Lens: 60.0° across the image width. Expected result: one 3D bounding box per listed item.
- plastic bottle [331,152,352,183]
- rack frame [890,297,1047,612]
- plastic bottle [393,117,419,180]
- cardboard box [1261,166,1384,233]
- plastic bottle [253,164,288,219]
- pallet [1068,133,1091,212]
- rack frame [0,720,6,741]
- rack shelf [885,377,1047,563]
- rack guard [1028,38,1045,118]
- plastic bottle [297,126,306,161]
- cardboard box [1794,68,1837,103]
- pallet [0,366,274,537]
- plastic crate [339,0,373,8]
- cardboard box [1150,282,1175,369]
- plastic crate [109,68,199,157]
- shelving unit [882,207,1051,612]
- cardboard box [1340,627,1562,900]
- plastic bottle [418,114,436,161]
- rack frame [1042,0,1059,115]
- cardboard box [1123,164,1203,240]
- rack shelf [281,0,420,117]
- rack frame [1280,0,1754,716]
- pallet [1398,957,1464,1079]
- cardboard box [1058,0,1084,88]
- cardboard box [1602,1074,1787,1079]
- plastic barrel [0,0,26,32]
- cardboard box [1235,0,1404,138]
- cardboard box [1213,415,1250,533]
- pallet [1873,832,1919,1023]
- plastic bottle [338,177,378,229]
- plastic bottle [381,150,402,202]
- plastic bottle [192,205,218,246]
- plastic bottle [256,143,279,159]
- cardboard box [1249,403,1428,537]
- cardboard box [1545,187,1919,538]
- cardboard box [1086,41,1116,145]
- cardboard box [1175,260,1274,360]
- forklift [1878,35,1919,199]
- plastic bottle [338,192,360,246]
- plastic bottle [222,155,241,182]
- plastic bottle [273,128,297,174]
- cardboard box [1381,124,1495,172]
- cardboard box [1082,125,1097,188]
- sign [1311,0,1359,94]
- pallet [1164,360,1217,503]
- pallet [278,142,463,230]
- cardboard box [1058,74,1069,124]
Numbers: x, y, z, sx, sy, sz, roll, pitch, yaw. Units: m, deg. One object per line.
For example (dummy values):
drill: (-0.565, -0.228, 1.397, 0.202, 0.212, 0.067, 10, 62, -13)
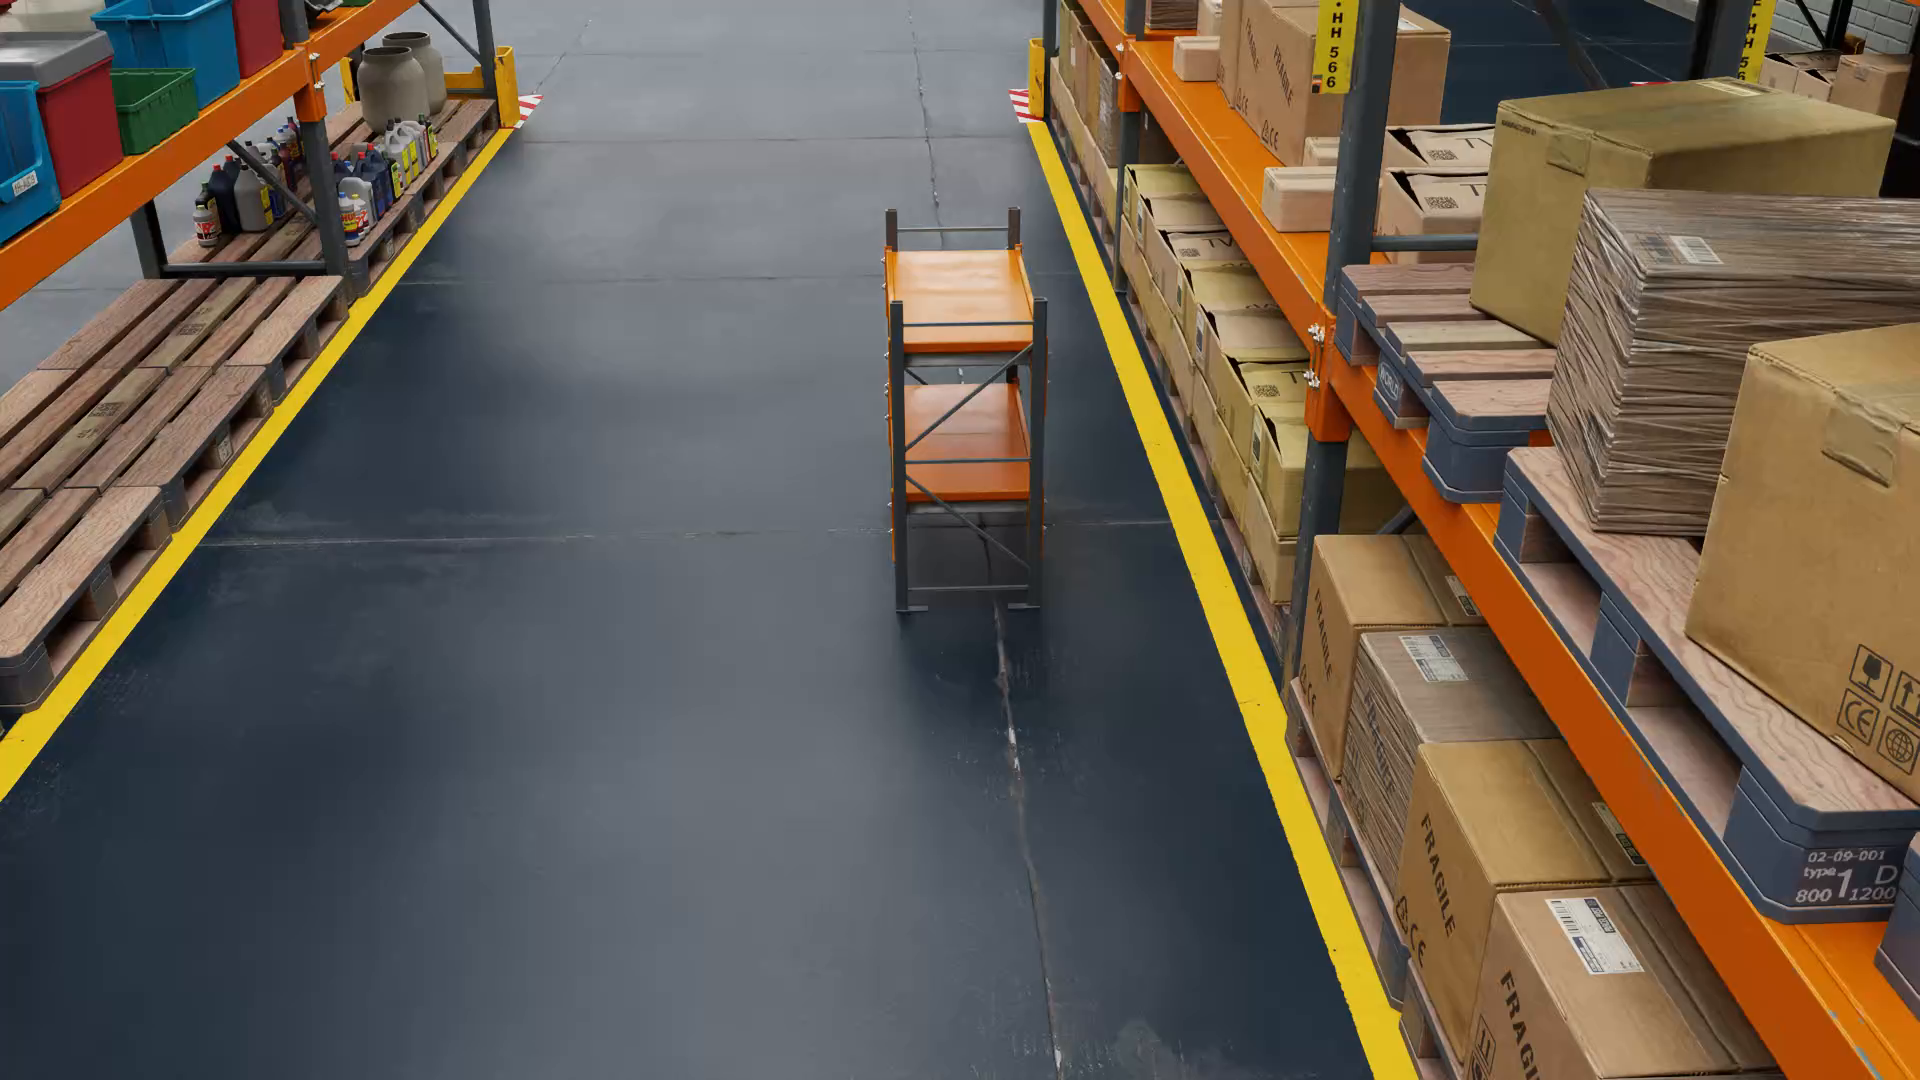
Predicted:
plastic bottle: (-3.407, -1.941, 9.117, 0.144, 0.351, 0.185, -1, 28, -3)
rack frame: (0.027, -0.261, 5.534, 0.500, 1.125, 0.032, -1, 28, -3)
plastic bottle: (-3.305, -2.314, 9.831, 0.144, 0.351, 0.185, 0, 28, -1)
cardboard box: (1.197, -1.109, 5.404, 0.380, 0.149, 0.250, -1, 28, -3)
plastic bottle: (-3.820, -1.923, 9.162, 0.152, 0.276, 0.135, -1, 28, -3)
pallet: (1.245, -2.356, 10.538, 1.003, 0.211, 1.213, -1, 28, -3)
rack frame: (-3.427, -0.694, 4.337, 1.000, 3.000, 0.127, -1, 28, -3)
rack shelf: (0.000, -0.279, 6.097, 0.538, 0.278, 1.000, -1, 28, -3)
rack guard: (1.101, -3.409, 12.246, 1.175, 0.500, 0.348, -1, 28, -3)
plastic bottle: (-4.056, -2.450, 10.254, 0.097, 0.201, 0.097, 0, 28, 0)
cardboard box: (6.025, -3.045, 11.277, 0.500, 0.311, 0.500, 1, 28, 2)
pallet: (-3.489, -0.378, 6.747, 1.003, 0.211, 1.213, -1, 28, -3)
plastic crate: (-3.425, -3.081, 9.142, 0.450, 0.188, 0.662, -1, 28, -3)
cardboard box: (1.140, -0.959, 7.363, 0.500, 0.250, 0.500, -2, 28, -4)
plastic crate: (-3.263, -1.650, 6.398, 0.450, 0.188, 0.662, -1, 28, -3)
shelving unit: (0.000, -0.496, 5.984, 0.538, 1.125, 1.048, -1, 28, -3)
cardboard box: (1.291, 0.560, 4.159, 0.500, 0.500, 0.500, -2, 28, -5)
plastic bottle: (-3.286, -2.488, 10.238, 0.061, 0.283, 0.133, -1, 28, -1)
rack frame: (1.102, -4.506, 11.646, 1.000, 3.000, 0.127, -1, 28, -3)
cardboard box: (1.084, -1.678, 8.136, 0.500, 0.311, 0.500, -1, 28, -2)
rack shelf: (-3.740, -3.146, 9.816, 1.077, 0.370, 4.000, -1, 28, -3)
rack frame: (1.520, -0.812, 4.563, 1.000, 3.000, 0.127, -1, 28, -3)
pallet: (1.582, 1.332, 3.467, 1.003, 0.211, 1.213, -1, 28, -3)
cardboard box: (0.936, -3.322, 11.084, 0.500, 0.500, 0.500, -1, 28, -3)
cardboard box: (1.374, 1.268, 2.803, 0.500, 0.500, 0.500, -1, 28, -2)
plastic barrel: (-3.766, -1.815, 6.340, 0.433, 0.535, 0.433, 0, 28, 0)
cardboard box: (1.389, -1.874, 6.491, 0.500, 0.500, 0.500, -1, 28, -3)
cardboard box: (1.219, -0.254, 6.012, 0.500, 0.250, 0.500, -2, 28, -3)
pallet: (1.796, 0.749, 1.778, 1.003, 0.211, 1.213, -1, 28, -3)
plastic bottle: (-3.259, -1.835, 8.994, 0.152, 0.276, 0.135, 0, 28, -1)
plastic bottle: (-3.240, -2.079, 9.454, 0.061, 0.283, 0.133, 0, 28, 0)
plastic bottle: (-3.966, -1.655, 8.731, 0.097, 0.201, 0.097, 0, 28, 0)
plastic bottle: (-3.988, -2.132, 9.563, 0.152, 0.276, 0.135, -1, 28, -2)
cardboard box: (1.247, -0.263, 5.424, 0.500, 0.311, 0.500, -1, 28, -1)
cardboard box: (1.523, -0.327, 3.071, 0.700, 0.500, 0.500, 4, 28, 7)
cardboard box: (1.024, -2.629, 9.756, 0.500, 0.500, 0.500, -1, 28, -3)
cardboard box: (1.166, -0.968, 6.775, 0.500, 0.311, 0.500, -1, 28, -1)
forklift: (3.946, -1.264, 5.504, 1.130, 2.935, 3.031, -5, 28, -9)
plastic bottle: (-3.214, -1.684, 8.710, 0.097, 0.271, 0.097, 0, 28, 0)
plastic bottle: (-3.967, -1.941, 9.116, 0.144, 0.351, 0.185, -3, 28, -5)
plastic bottle: (-4.038, -2.324, 9.938, 0.097, 0.271, 0.097, 0, 28, 0)
cardboard box: (1.667, -1.190, 5.384, 0.500, 0.311, 0.500, -2, 28, -3)
cardboard box: (1.012, -2.297, 9.929, 0.500, 0.250, 0.500, -1, 28, -3)
sign: (0.966, -1.310, 4.266, 0.100, 0.325, 0.005, -1, 28, -3)
pallet: (1.455, -0.519, 7.016, 1.003, 0.211, 1.213, -1, 28, -3)
pallet: (-3.696, -2.181, 10.203, 1.003, 0.211, 1.213, -1, 28, -3)
cardboard box: (0.938, -2.989, 11.257, 0.500, 0.250, 0.500, -1, 28, -3)
